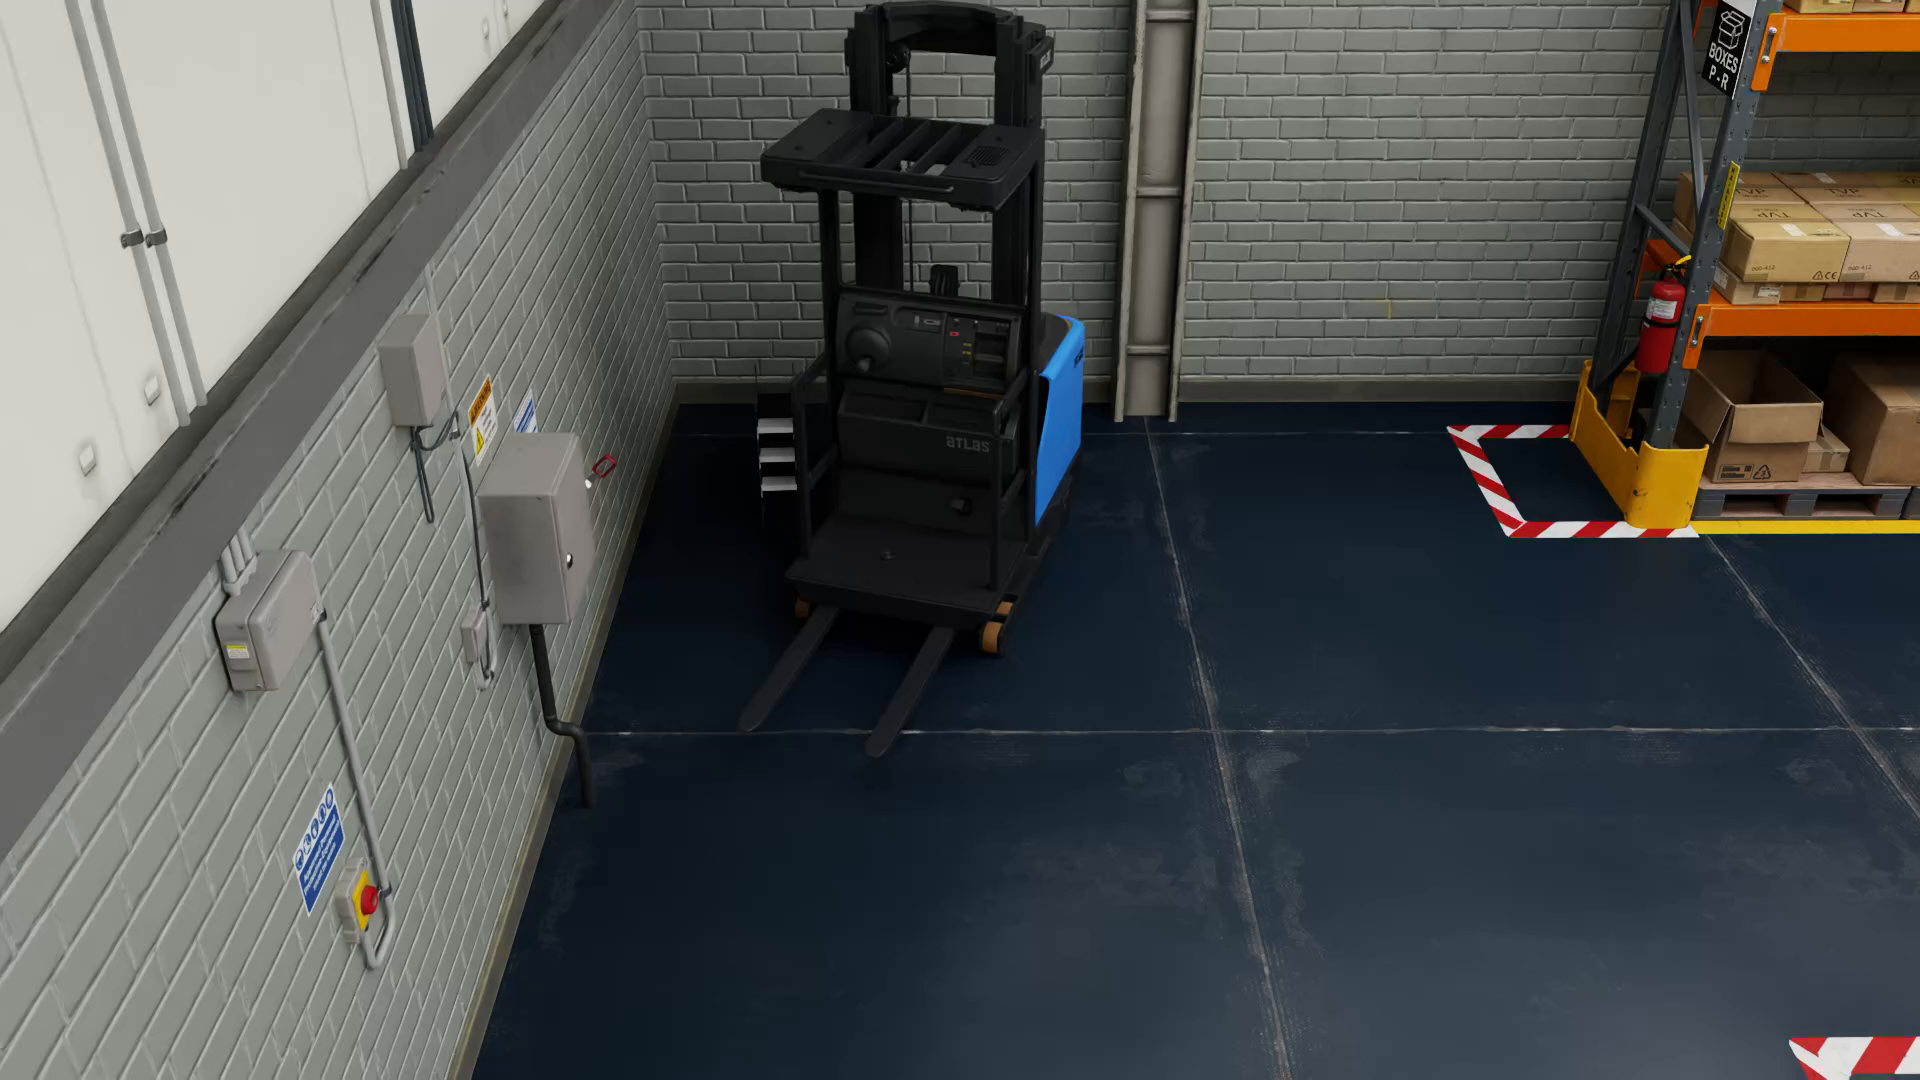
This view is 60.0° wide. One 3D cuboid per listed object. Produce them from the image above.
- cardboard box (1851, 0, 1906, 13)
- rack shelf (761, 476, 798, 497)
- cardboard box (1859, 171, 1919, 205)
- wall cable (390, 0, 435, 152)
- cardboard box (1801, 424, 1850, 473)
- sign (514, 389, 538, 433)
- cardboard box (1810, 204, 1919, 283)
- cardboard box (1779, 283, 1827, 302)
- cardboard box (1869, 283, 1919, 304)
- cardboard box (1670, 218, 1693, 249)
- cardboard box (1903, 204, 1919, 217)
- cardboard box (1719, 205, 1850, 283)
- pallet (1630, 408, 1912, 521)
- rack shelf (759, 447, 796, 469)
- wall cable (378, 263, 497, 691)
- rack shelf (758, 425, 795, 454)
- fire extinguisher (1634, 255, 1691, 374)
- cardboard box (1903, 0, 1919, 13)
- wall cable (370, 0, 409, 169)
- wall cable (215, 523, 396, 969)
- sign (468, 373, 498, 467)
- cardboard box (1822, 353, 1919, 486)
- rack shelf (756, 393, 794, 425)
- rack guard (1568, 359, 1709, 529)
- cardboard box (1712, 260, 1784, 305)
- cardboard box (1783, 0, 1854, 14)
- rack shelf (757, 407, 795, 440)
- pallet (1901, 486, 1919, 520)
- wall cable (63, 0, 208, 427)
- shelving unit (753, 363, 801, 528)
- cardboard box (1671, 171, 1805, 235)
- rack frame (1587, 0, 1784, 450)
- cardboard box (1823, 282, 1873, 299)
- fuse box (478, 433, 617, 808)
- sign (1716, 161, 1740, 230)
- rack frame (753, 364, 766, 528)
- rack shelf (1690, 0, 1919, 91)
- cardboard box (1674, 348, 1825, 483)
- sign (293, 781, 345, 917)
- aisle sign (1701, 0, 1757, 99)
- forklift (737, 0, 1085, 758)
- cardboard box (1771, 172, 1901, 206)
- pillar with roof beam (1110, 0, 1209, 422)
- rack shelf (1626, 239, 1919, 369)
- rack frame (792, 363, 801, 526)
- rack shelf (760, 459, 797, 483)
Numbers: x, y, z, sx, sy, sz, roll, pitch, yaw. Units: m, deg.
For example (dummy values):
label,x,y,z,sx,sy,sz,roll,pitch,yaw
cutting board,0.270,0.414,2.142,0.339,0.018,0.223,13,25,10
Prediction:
label,x,y,z,sx,sy,sz,roll,pitch,yaw
cardboard box,4.450,-2.718,8.189,0.250,0.149,0.380,0,31,1
rack shelf,-1.011,-0.338,9.350,0.200,0.077,0.258,-2,31,-3
cardboard box,5.337,-1.851,9.267,0.500,0.250,0.500,1,31,1
wall cable,-1.766,-3.326,6.021,0.133,3.039,2.988,0,31,0
cardboard box,4.905,-0.543,9.597,0.250,0.149,0.380,-1,31,-2
sign,-1.814,-0.349,7.025,0.001,0.494,0.329,0,31,0
cardboard box,4.827,-1.575,8.812,0.500,0.250,0.500,0,31,0
cardboard box,4.452,-1.425,8.949,0.250,0.149,0.380,1,31,1
cardboard box,4.968,-1.413,8.929,0.250,0.149,0.380,1,31,1
cardboard box,4.198,-1.681,9.372,0.250,0.149,0.380,-1,31,-1
cardboard box,5.334,-1.578,8.817,0.500,0.250,0.500,-1,31,-1
cardboard box,4.323,-1.573,8.809,0.500,0.250,0.500,0,31,0
pallet,4.741,-0.459,9.804,1.213,0.211,1.003,0,31,0
rack shelf,-1.011,-0.491,9.257,0.200,0.077,0.258,-2,31,-3
wall cable,-1.757,-0.214,5.732,0.122,1.984,0.588,0,31,0
rack shelf,-1.011,-0.568,9.210,0.200,0.077,0.258,-2,31,-3
fire extinguisher,3.723,-1.216,8.796,0.183,0.674,0.296,0,31,0
cardboard box,4.707,-2.710,8.176,0.250,0.149,0.380,0,31,0
wall cable,-1.787,-1.865,3.648,0.029,3.000,2.355,0,31,0
wall cable,-1.737,0.508,4.511,0.123,1.953,0.585,0,31,0
sign,-1.811,-0.458,6.317,0.001,0.242,0.339,0,31,0
cardboard box,5.335,-0.695,9.508,0.500,0.500,0.700,1,31,2
rack shelf,-1.011,-0.722,9.117,0.200,0.077,0.258,-2,31,-3
rack guard,3.944,-0.580,9.724,0.348,0.500,1.175,0,31,0
cardboard box,4.198,-1.400,8.908,0.250,0.149,0.380,0,31,-1
cardboard box,4.188,-2.704,8.165,0.250,0.149,0.380,0,31,1
rack shelf,-1.011,-0.645,9.163,0.200,0.077,0.258,-2,31,-3
pallet,5.958,-0.462,9.808,1.213,0.211,1.003,0,31,0
wall cable,-1.785,-1.475,3.005,0.029,3.000,0.463,0,31,0
shelving unit,-1.011,-0.520,9.240,0.210,0.900,0.258,-2,31,-3
cardboard box,4.326,-1.851,9.266,0.500,0.250,0.500,1,31,1
rack frame,3.868,-1.649,9.075,0.127,3.000,1.000,0,31,0
cardboard box,4.715,-1.444,8.980,0.250,0.149,0.380,-1,31,-1
fuse box,-1.604,0.417,6.914,0.414,1.711,0.539,0,31,0
sign,3.871,-1.737,8.387,0.005,0.325,0.100,0,31,0
rack frame,-1.113,-0.517,9.234,0.006,0.900,0.240,-2,31,-3
rack shelf,5.868,-2.630,8.494,4.000,0.370,1.077,0,31,0
cardboard box,4.480,-0.714,9.536,0.637,0.503,0.797,-1,31,-2
sign,-1.798,0.866,4.671,0.001,0.218,0.327,0,31,0
aisle sign,3.801,-2.607,8.150,0.004,0.787,0.394,0,31,0
forklift,-0.221,-0.914,7.931,1.130,2.935,3.031,9,32,15
cardboard box,4.842,-1.852,9.268,0.500,0.250,0.500,0,31,0
pillar with roof beam,1.192,-2.439,4.595,0.400,9.000,9.100,0,31,0
rack shelf,5.868,-1.347,9.272,4.000,0.370,1.077,0,31,0
rack frame,-0.910,-0.523,9.245,0.006,0.900,0.240,-2,31,-3
rack shelf,-1.011,-0.415,9.303,0.200,0.077,0.258,-2,31,-3
